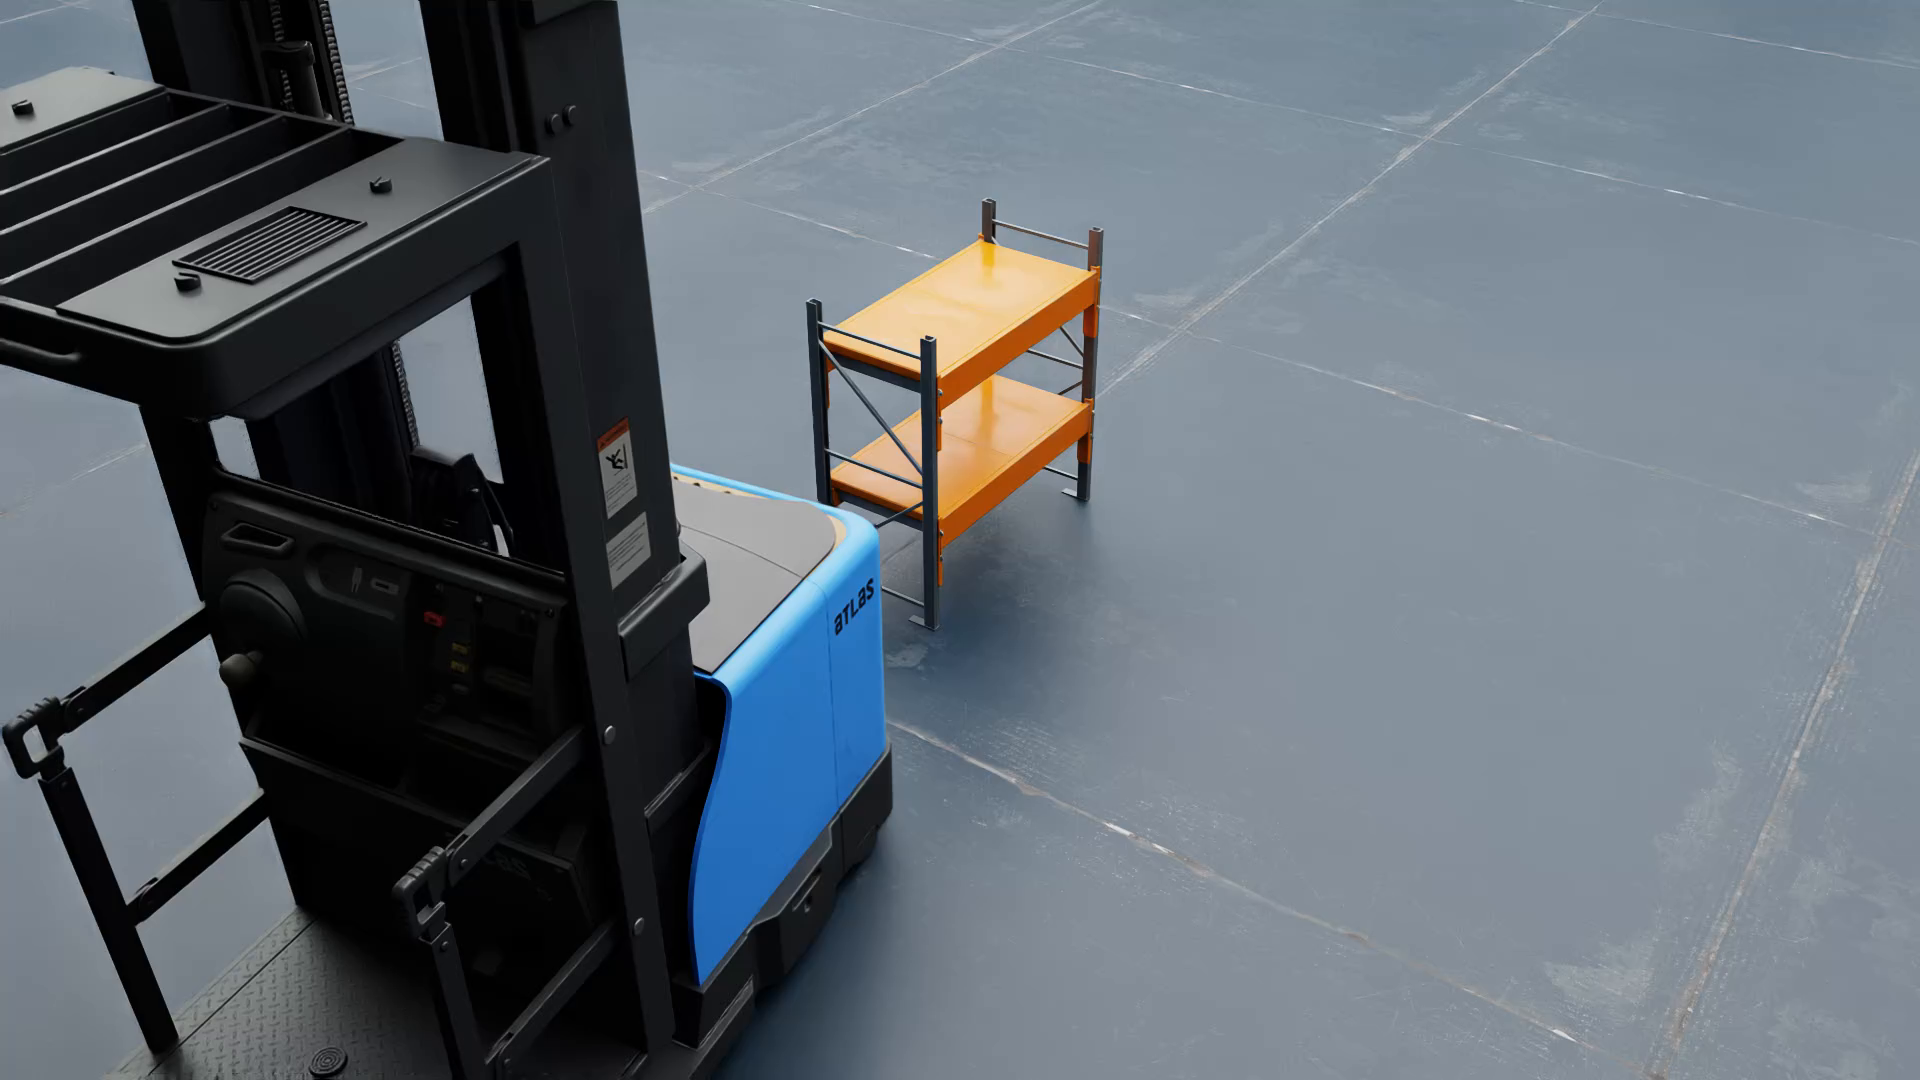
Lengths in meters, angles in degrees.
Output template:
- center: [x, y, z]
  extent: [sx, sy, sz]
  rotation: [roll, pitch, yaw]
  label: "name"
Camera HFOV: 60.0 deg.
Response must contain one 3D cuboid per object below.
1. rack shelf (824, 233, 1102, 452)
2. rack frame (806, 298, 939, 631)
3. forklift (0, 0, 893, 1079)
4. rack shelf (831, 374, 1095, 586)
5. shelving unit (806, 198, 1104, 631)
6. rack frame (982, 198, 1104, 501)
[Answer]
- center: [0.004, -0.712, 5.776]
  extent: [0.538, 0.278, 1.000]
  rotation: [21, 39, 28]
  label: "rack shelf"
- center: [-0.286, -0.235, 5.594]
  extent: [0.500, 1.125, 0.032]
  rotation: [21, 39, 28]
  label: "rack frame"
- center: [-1.295, 0.243, 3.274]
  extent: [1.130, 2.935, 3.031]
  rotation: [15, 37, 21]
  label: "forklift"
- center: [0.004, -0.267, 6.076]
  extent: [0.538, 0.278, 1.000]
  rotation: [21, 39, 28]
  label: "rack shelf"
- center: [0.004, -0.469, 5.939]
  extent: [0.538, 1.125, 1.048]
  rotation: [21, 39, 28]
  label: "shelving unit"
- center: [0.294, -0.703, 6.285]
  extent: [0.500, 1.125, 0.032]
  rotation: [21, 39, 28]
  label: "rack frame"
